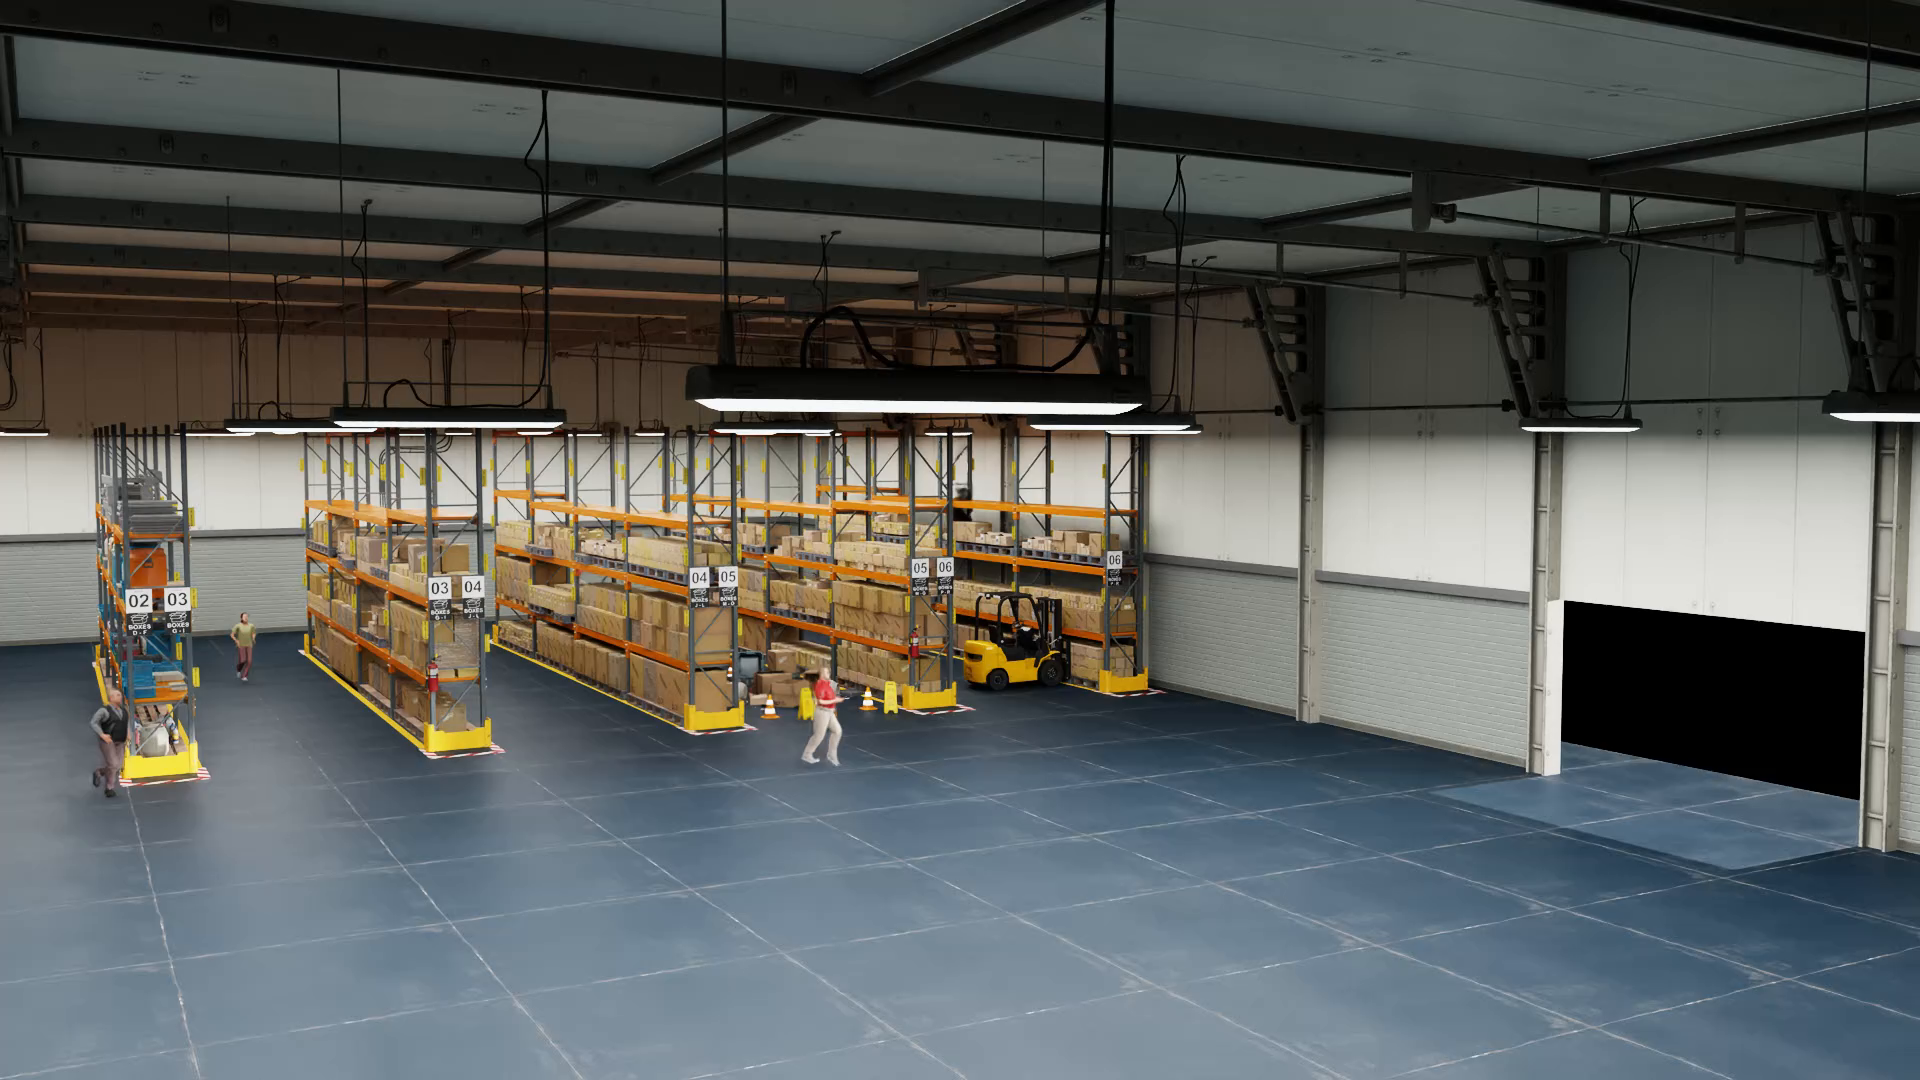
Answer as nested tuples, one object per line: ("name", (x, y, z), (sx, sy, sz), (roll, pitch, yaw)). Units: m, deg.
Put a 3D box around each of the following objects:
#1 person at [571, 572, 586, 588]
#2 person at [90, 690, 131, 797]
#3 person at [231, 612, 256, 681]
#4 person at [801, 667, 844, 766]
("person", (-11.510, 1.787, 50.079), (0.668, 1.770, 0.908), (3, 5, 43))
("person", (-13.753, 3.268, 26.954), (0.671, 1.675, 0.726), (2, 4, 24))
("person", (-16.937, 2.525, 39.379), (0.560, 1.619, 0.534), (-3, 5, -42))
("person", (-2.385, 3.115, 29.107), (0.795, 1.800, 0.640), (1, 4, 11))
